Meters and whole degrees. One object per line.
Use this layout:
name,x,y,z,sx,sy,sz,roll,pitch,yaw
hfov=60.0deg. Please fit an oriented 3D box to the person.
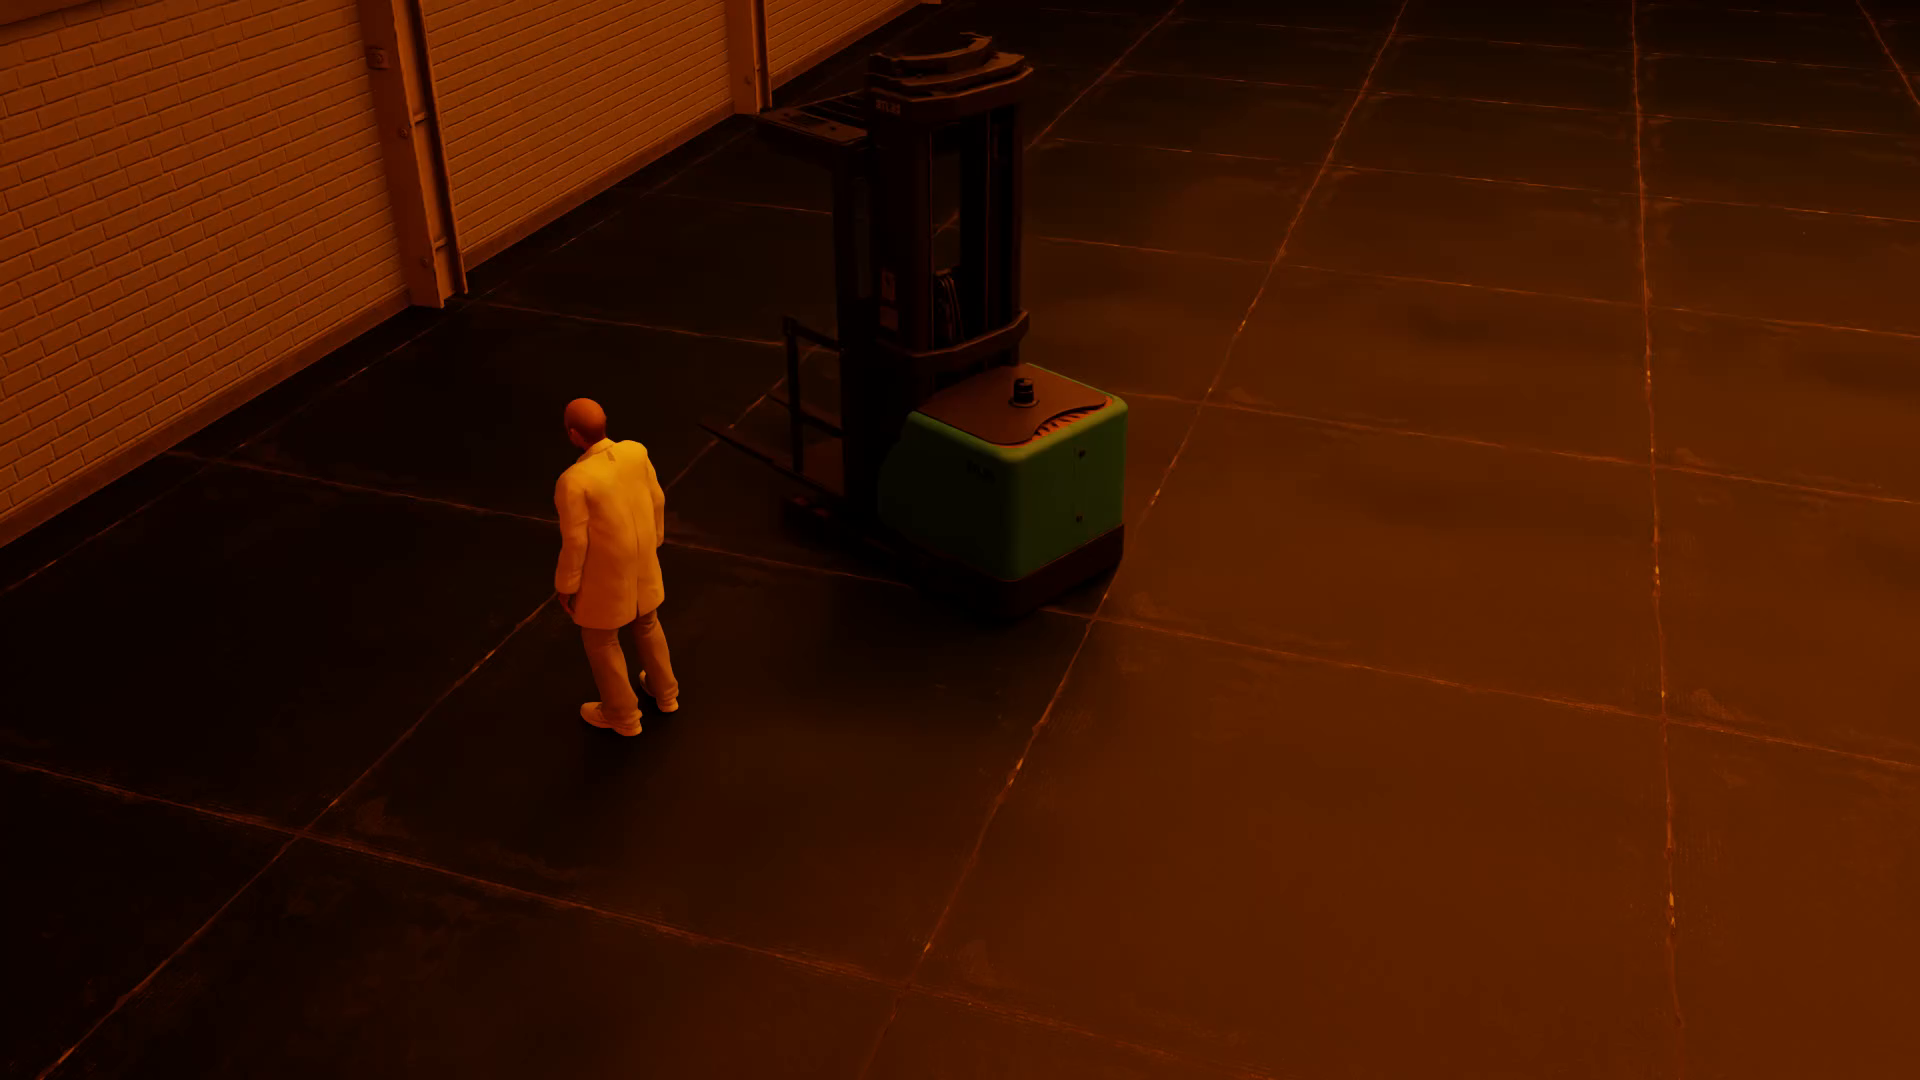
person,-1.687,0.133,8.070,0.421,1.775,0.654,22,36,33

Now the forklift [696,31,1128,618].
forklift,-0.446,-1.466,9.709,3.031,2.935,1.130,26,39,38
